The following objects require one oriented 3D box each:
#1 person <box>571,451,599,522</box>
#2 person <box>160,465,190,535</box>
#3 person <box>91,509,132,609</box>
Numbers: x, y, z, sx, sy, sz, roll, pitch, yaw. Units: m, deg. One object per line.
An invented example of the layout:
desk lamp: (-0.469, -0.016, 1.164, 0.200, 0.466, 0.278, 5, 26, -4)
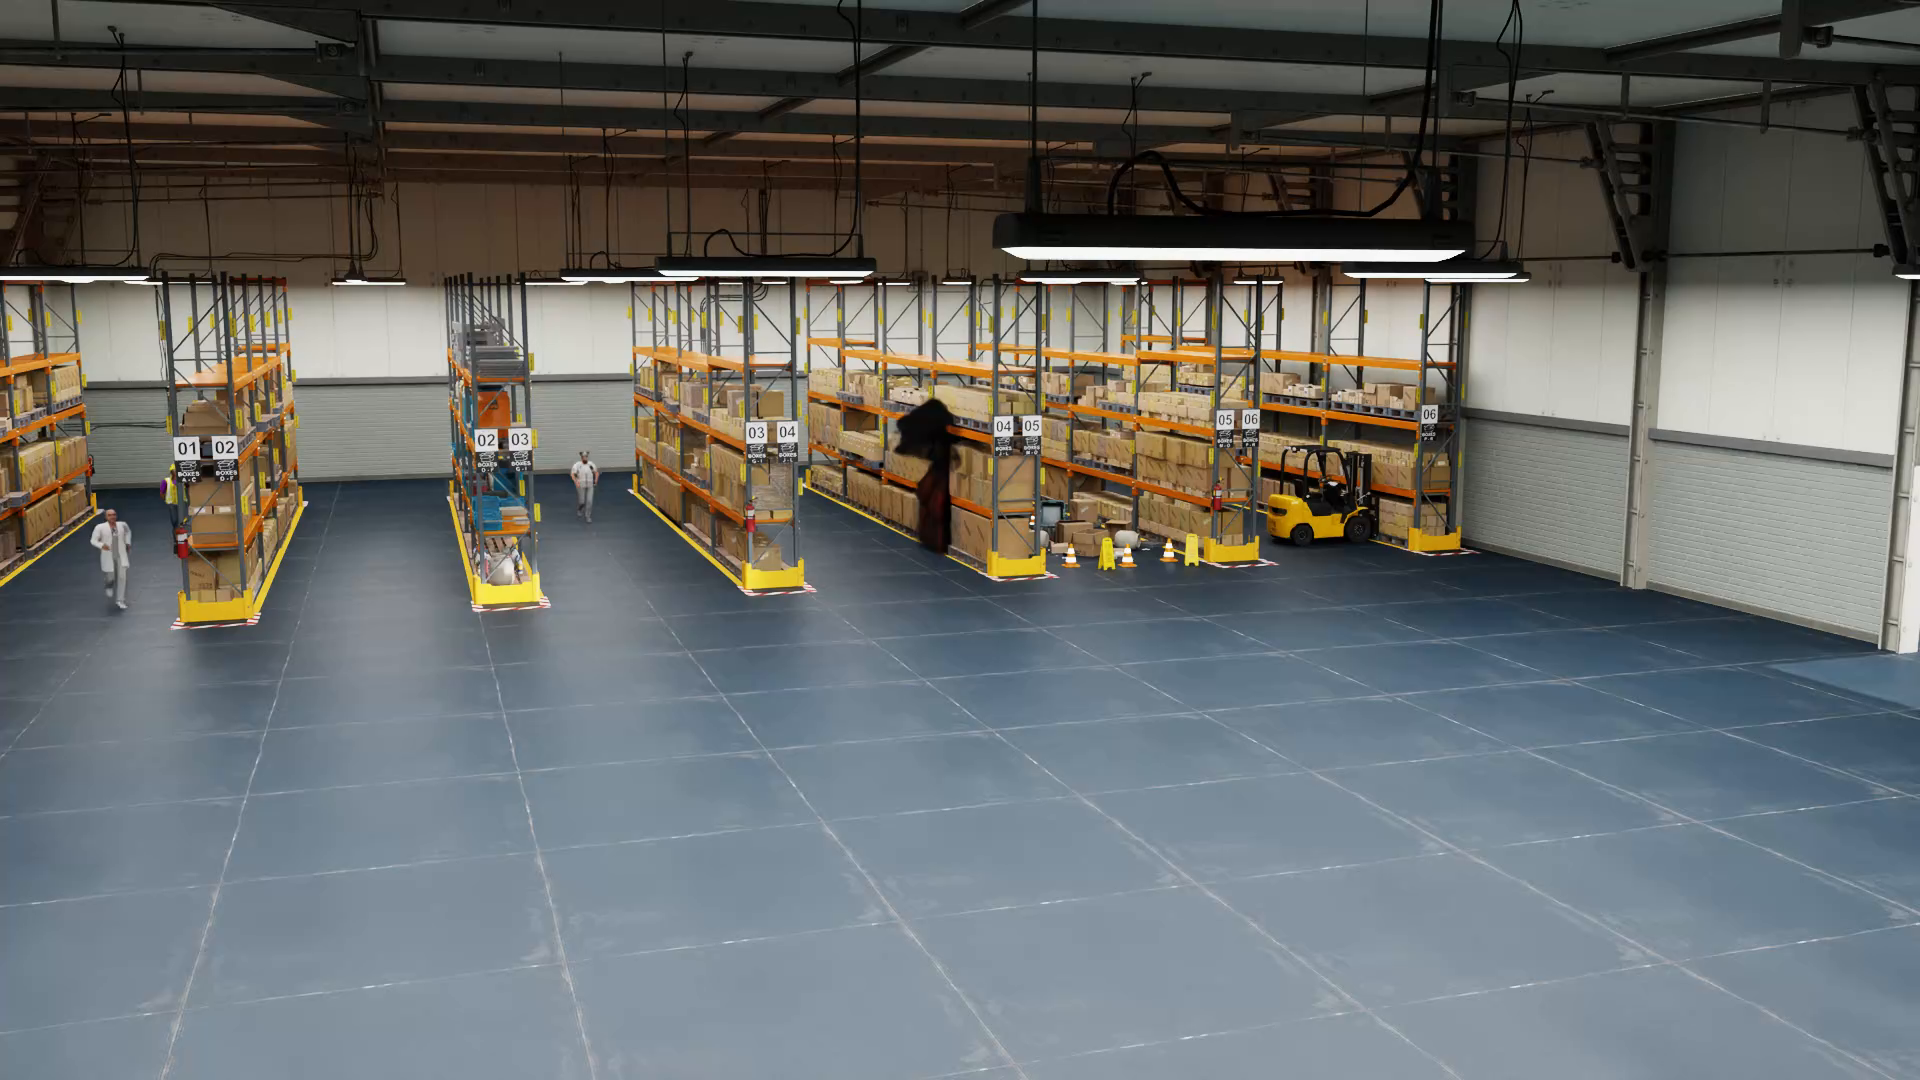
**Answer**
person: (-9.299, -1.354, 41.289, 0.685, 1.764, 0.631, -4, 9, -24)
person: (-17.825, -0.842, 37.858, 0.685, 1.745, 0.900, -4, 9, -24)
person: (-15.386, 0.326, 30.226, 0.717, 1.805, 0.968, -7, 11, -38)
